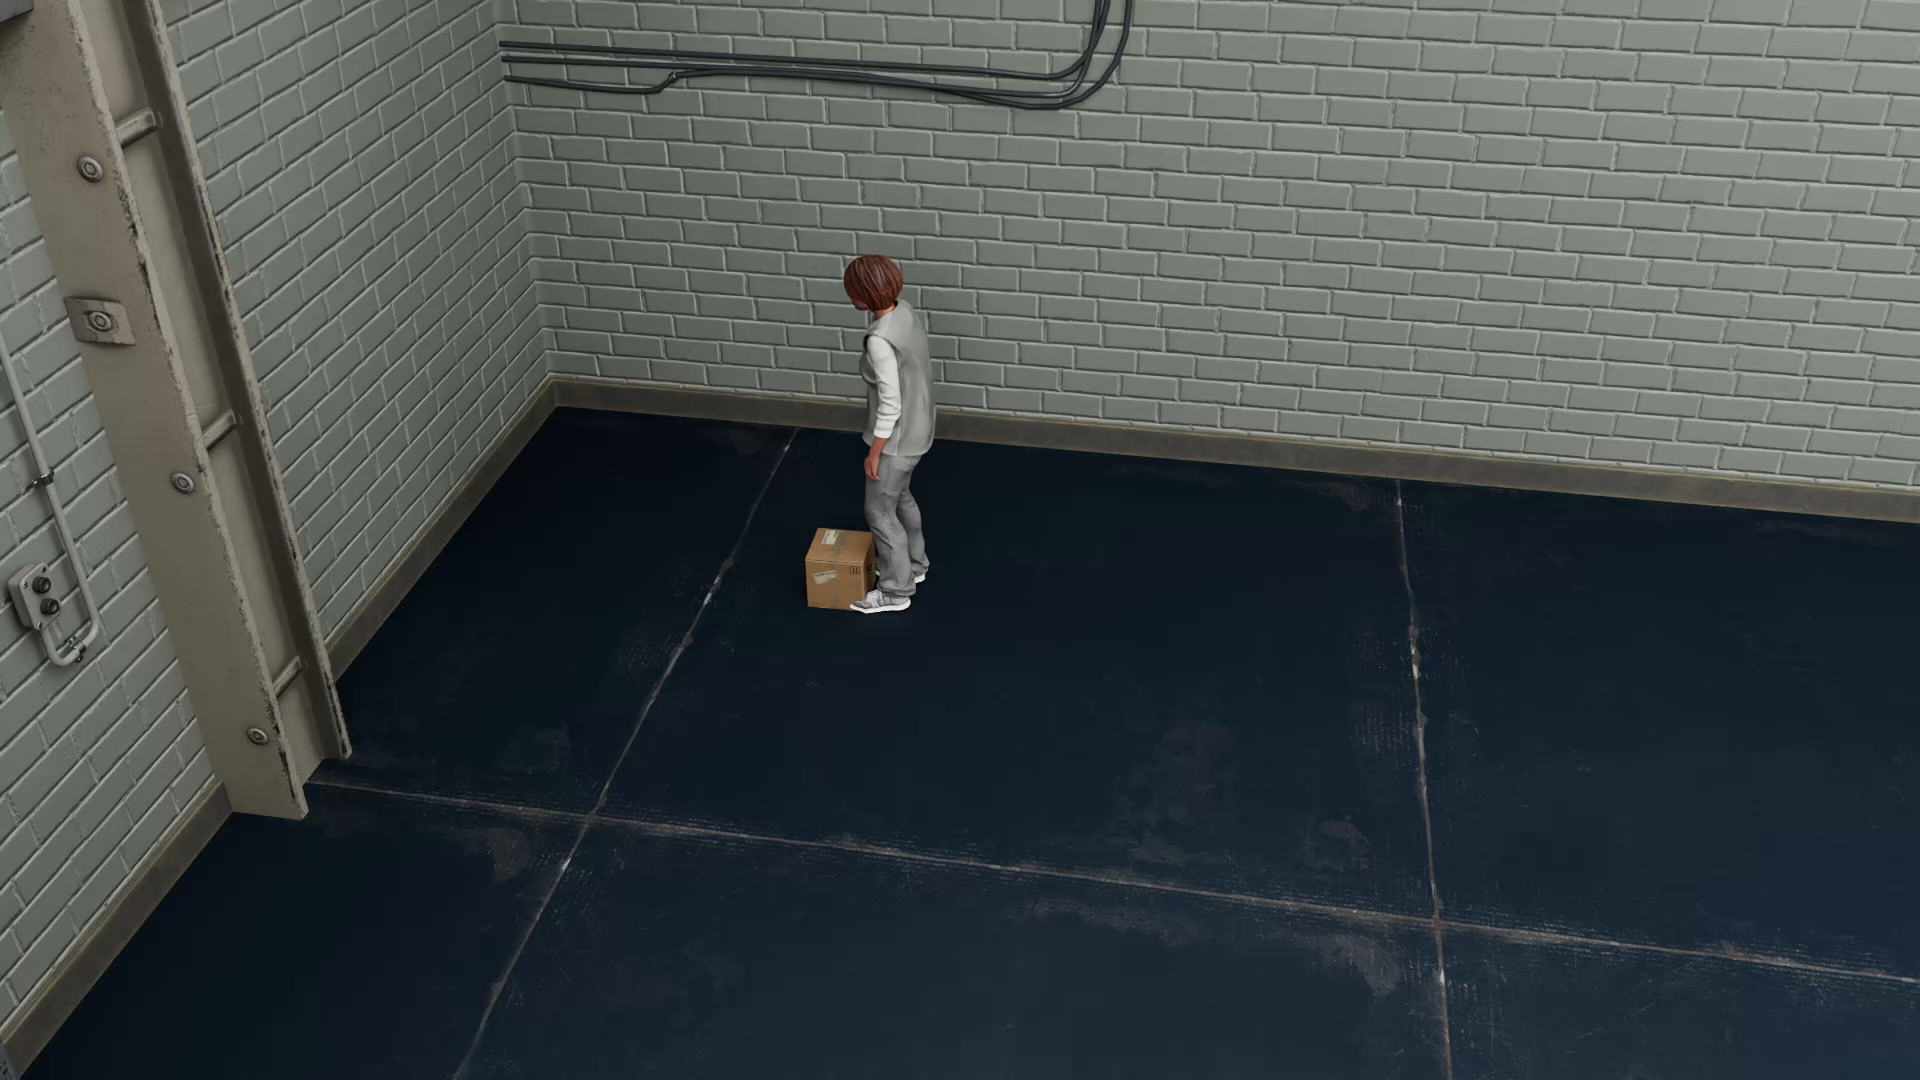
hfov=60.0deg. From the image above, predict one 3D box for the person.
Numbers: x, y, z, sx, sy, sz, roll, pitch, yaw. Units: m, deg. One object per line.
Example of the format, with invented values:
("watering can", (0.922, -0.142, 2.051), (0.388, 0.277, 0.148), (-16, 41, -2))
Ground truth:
("person", (-0.285, -0.418, 6.805), (0.364, 1.582, 0.461), (6, 33, 9))
